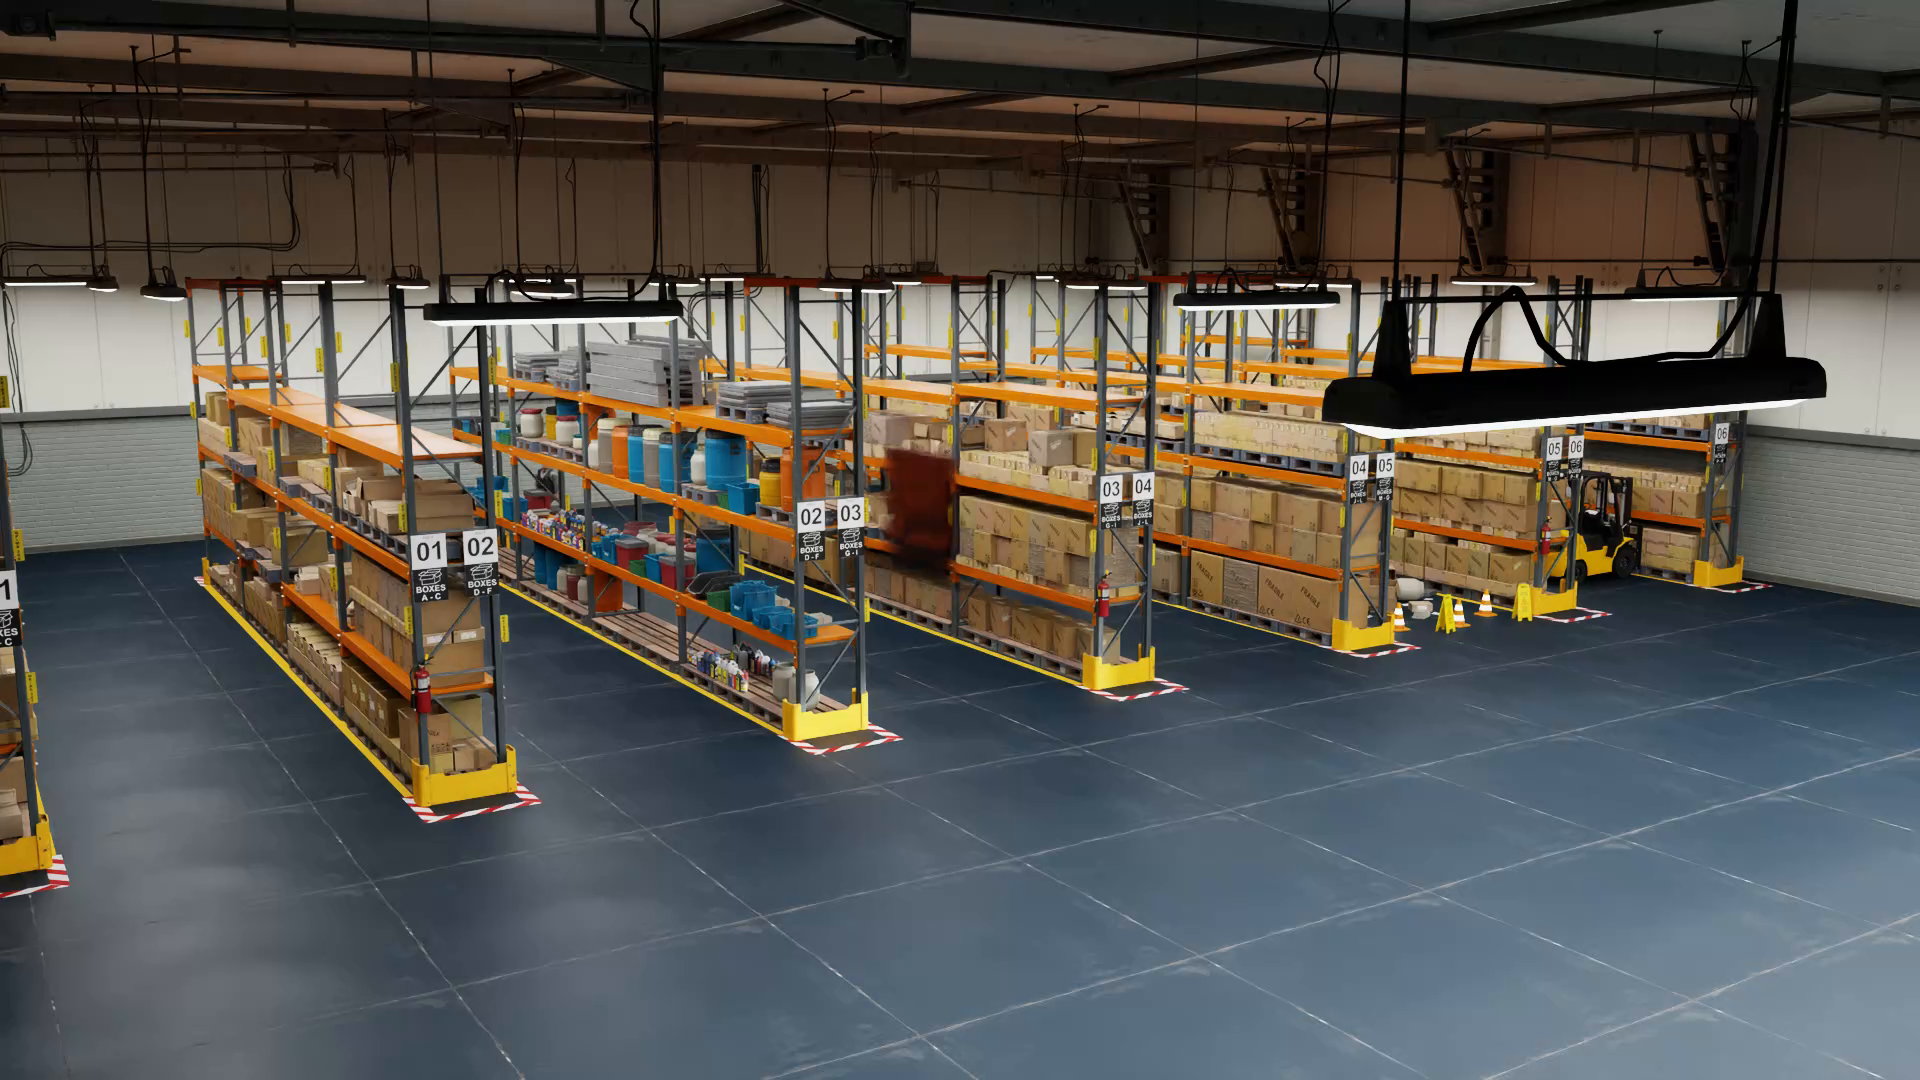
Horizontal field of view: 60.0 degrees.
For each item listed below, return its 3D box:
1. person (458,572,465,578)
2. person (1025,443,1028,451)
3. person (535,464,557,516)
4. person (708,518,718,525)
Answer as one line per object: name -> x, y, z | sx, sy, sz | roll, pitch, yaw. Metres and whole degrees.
person -> -9.845, 0.014, 32.784 | 0.532, 1.663, 1.064 | -2, 10, -14
person -> 1.694, -2.002, 44.527 | 0.855, 1.759, 0.570 | -6, 12, -34
person -> -9.773, -1.086, 39.340 | 0.509, 1.692, 0.919 | 5, 11, 29
person -> -4.490, 0.426, 30.526 | 0.497, 1.657, 0.472 | 0, 10, -1
